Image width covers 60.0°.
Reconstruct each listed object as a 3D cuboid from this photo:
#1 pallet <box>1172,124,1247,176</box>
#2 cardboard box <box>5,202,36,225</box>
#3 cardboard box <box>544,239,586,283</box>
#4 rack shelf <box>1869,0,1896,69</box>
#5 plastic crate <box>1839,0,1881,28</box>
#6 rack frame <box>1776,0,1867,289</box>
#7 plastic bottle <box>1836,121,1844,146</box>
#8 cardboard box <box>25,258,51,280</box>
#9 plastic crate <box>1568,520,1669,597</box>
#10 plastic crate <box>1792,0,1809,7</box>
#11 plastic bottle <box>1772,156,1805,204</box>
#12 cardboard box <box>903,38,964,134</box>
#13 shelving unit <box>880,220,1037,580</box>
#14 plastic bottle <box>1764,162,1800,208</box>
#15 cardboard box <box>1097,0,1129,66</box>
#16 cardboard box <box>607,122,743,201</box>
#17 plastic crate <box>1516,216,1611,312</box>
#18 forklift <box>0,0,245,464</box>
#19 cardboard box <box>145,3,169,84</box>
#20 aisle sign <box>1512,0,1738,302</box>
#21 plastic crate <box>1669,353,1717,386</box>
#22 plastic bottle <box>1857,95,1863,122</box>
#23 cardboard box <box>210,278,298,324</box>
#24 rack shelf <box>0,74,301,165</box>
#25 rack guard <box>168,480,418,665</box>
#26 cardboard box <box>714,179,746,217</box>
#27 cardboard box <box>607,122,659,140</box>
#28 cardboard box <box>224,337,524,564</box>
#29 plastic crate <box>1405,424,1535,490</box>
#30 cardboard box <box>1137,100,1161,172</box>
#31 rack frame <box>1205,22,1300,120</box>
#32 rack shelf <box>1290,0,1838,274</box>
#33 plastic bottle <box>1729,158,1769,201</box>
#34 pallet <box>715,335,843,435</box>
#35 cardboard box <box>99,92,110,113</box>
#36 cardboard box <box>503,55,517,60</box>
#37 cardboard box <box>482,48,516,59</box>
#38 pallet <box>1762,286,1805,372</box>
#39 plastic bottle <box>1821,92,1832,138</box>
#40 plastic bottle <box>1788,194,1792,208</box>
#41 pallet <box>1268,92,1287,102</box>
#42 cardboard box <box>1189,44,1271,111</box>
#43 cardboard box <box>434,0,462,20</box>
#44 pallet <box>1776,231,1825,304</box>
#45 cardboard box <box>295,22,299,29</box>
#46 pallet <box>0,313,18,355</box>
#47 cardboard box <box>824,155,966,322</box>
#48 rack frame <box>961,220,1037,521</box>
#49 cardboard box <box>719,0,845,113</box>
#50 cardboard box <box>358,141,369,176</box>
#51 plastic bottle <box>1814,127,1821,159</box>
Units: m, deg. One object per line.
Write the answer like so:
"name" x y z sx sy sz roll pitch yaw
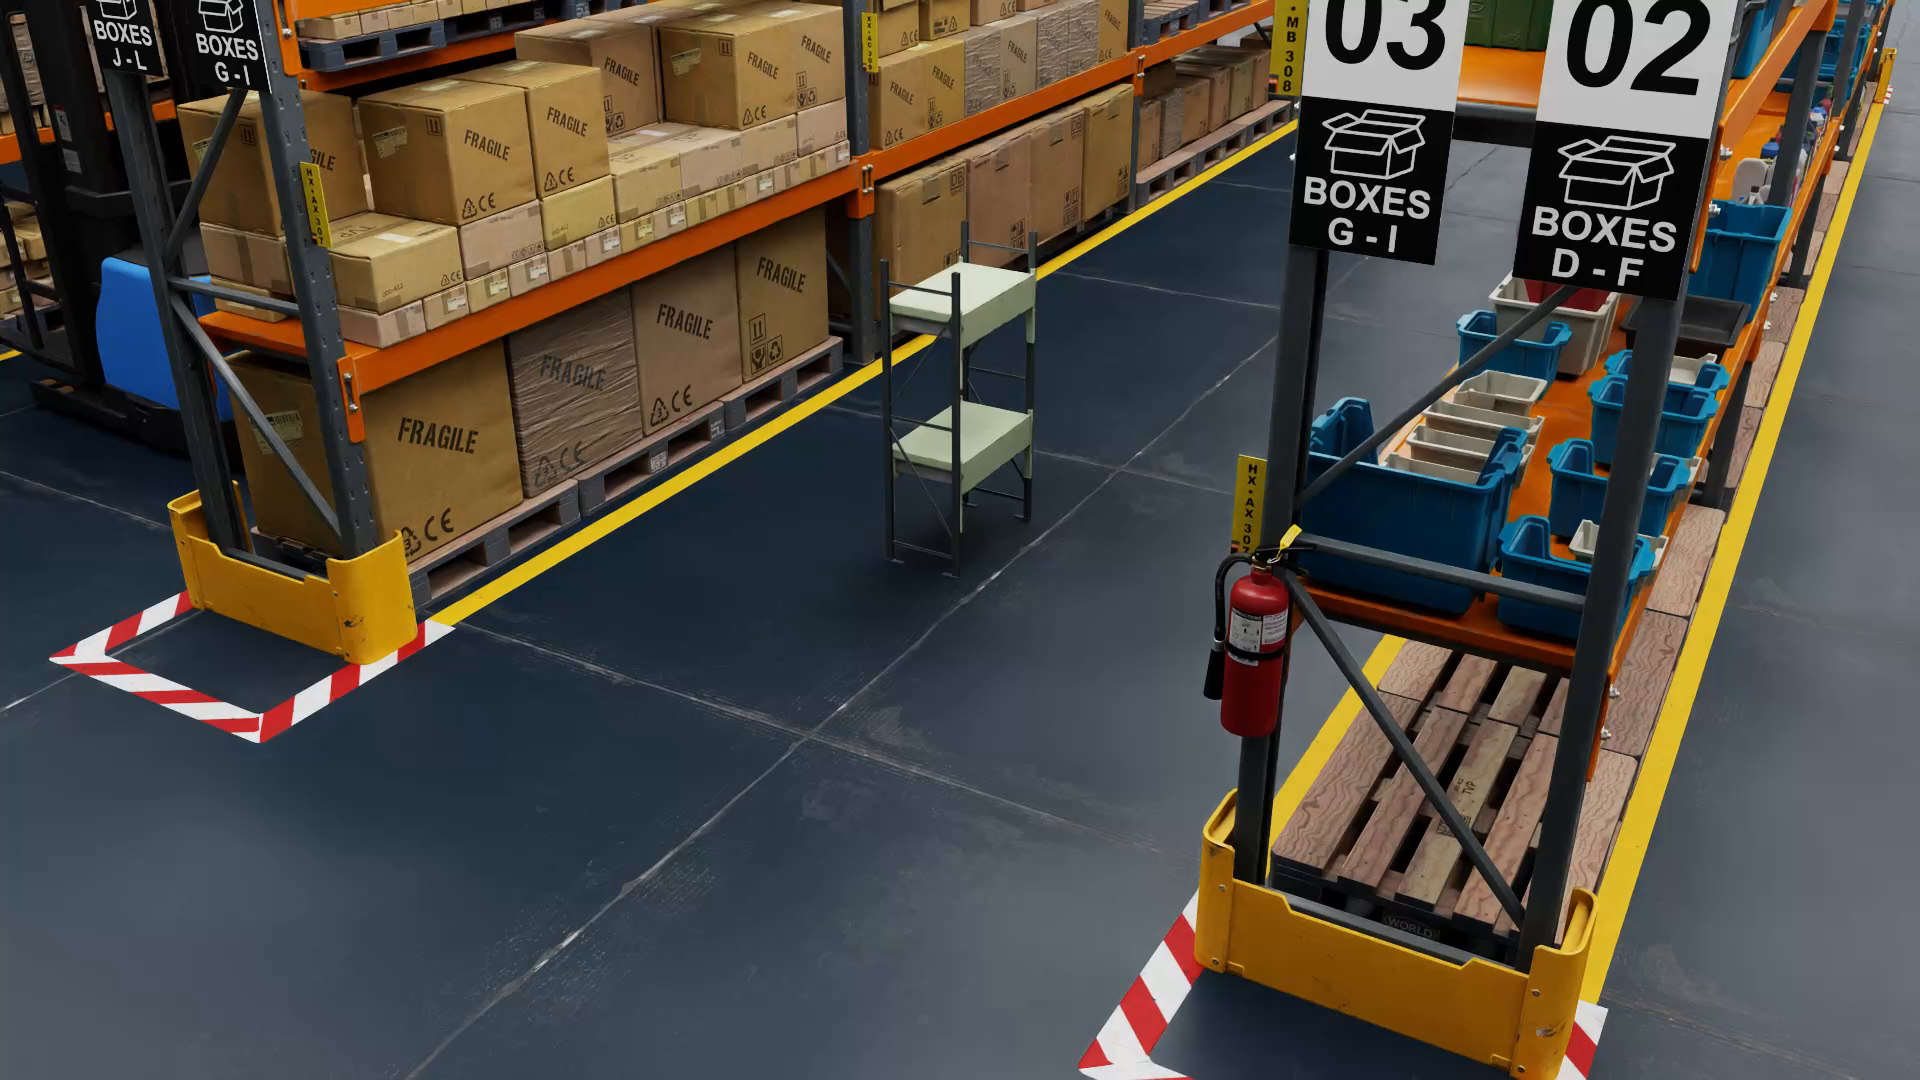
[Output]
"pallet" 1.953 -3.644 15.294 1.003 0.211 1.213 14 30 26
"cardboard box" -6.411 -2.173 11.290 0.380 0.149 0.250 14 30 26
"cardboard box" -2.003 -1.350 7.876 0.380 0.149 0.250 14 30 25
"rack shelf" 8.230 -5.039 15.769 1.077 0.370 4.000 14 30 26
"plastic crate" 6.974 -4.076 13.059 0.392 0.384 0.575 14 30 26
"rack frame" 5.278 -3.022 10.937 1.000 3.000 0.127 14 30 26
"plastic bottle" 7.785 -3.586 14.618 0.097 0.271 0.097 0 27 0
"cardboard box" -6.163 -1.845 10.968 0.380 0.149 0.250 16 31 29
"plastic crate" 1.981 0.056 5.015 0.250 0.136 0.298 14 30 26
"plastic crate" 2.702 -1.989 5.653 0.437 0.282 0.530 14 30 26
"plastic bottle" 4.440 -1.956 8.945 0.152 0.276 0.135 14 30 26
"cardboard box" -0.311 -2.919 10.619 0.500 0.500 0.500 14 30 26
"shelving unit" 0.003 -0.673 7.919 0.431 1.500 0.755 14 30 26
"plastic bottle" 4.326 -1.865 8.764 0.152 0.276 0.135 14 30 26
"cardboard box" 0.939 -3.911 12.600 0.500 0.500 0.500 15 30 28
"cardboard box" -1.494 -1.989 8.708 0.500 0.250 0.500 15 30 27
"plastic crate" 2.653 -1.226 7.210 0.402 0.464 0.583 14 30 26
"forklift" -4.855 -2.216 9.402 3.031 2.935 1.130 18 32 31
"cardboard box" -5.518 -3.411 11.268 0.500 0.500 0.500 13 30 25
"aisle sign" 1.566 -0.974 3.940 0.394 0.787 0.004 14 30 26
"plastic crate" 2.716 -0.628 6.380 0.293 0.136 0.466 14 30 26
"plastic bottle" 8.307 -4.056 15.469 0.144 0.351 0.185 14 30 26
"cardboard box" -3.081 -1.094 7.366 0.380 0.149 0.250 15 30 27
"rack shelf" -6.254 -2.585 10.866 1.077 0.370 4.000 14 30 26
"rack guard" -2.981 0.132 7.428 1.175 0.500 0.348 14 30 26
"cardboard box" -1.372 -1.850 8.875 0.380 0.149 0.250 15 30 27
"cardboard box" -1.960 -2.099 8.927 0.500 0.250 0.500 15 30 27
"cardboard box" -2.724 -0.500 7.802 0.875 0.875 0.875 14 30 26
"plastic crate" 1.742 -0.281 5.688 0.396 0.136 0.243 14 30 26
"cardboard box" 1.278 -3.458 14.107 0.700 0.500 0.500 13 29 23
"rack frame" 2.934 -5.672 16.230 1.000 3.000 0.127 14 30 26
"rack shelf" 2.327 -1.704 5.755 1.077 0.370 4.000 14 30 26
"plastic bottle" 4.193 -1.899 8.831 0.152 0.276 0.135 14 30 26
"pallet" -1.444 -1.028 10.068 1.003 0.211 1.213 14 30 26
"cardboard box" -5.850 -2.900 10.973 0.380 0.149 0.250 14 30 25
"cardboard box" -3.649 -4.127 14.628 0.500 0.250 0.500 15 30 27
"cardboard box" -4.102 -4.237 14.849 0.500 0.250 0.500 14 30 25
"pallet" 4.927 -1.459 10.929 1.003 0.211 1.213 14 30 26
"plastic bottle" 5.337 -2.629 10.281 0.061 0.283 0.133 14 30 26
"plastic bottle" 4.227 -1.729 8.574 0.097 0.201 0.097 0 27 0
"pallet" 3.234 -4.695 17.392 1.003 0.211 1.213 14 30 26
"cardboard box" 2.613 -4.516 16.222 0.700 0.500 0.500 12 29 22
"cardboard box" -4.169 -4.216 13.133 0.380 0.149 0.250 13 29 24
"pallet" 5.693 -2.069 12.147 1.003 0.211 1.213 14 30 26
"cardboard box" -5.247 -3.960 12.620 0.380 0.149 0.250 13 30 25
"pallet" -6.770 -1.218 10.448 1.003 0.211 1.213 14 30 26
"cardboard box" -0.704 -2.046 10.890 1.225 0.875 0.875 14 30 26
"rack frame" 0.183 -0.816 8.204 0.400 1.500 0.023 14 30 26
"cardboard box" -0.995 -2.717 9.325 0.500 0.500 0.500 15 30 28
"cardboard box" -4.676 -2.985 13.186 0.500 0.500 0.500 15 30 28
"plastic bottle" 5.025 -2.361 9.838 0.097 0.201 0.097 0 27 0
